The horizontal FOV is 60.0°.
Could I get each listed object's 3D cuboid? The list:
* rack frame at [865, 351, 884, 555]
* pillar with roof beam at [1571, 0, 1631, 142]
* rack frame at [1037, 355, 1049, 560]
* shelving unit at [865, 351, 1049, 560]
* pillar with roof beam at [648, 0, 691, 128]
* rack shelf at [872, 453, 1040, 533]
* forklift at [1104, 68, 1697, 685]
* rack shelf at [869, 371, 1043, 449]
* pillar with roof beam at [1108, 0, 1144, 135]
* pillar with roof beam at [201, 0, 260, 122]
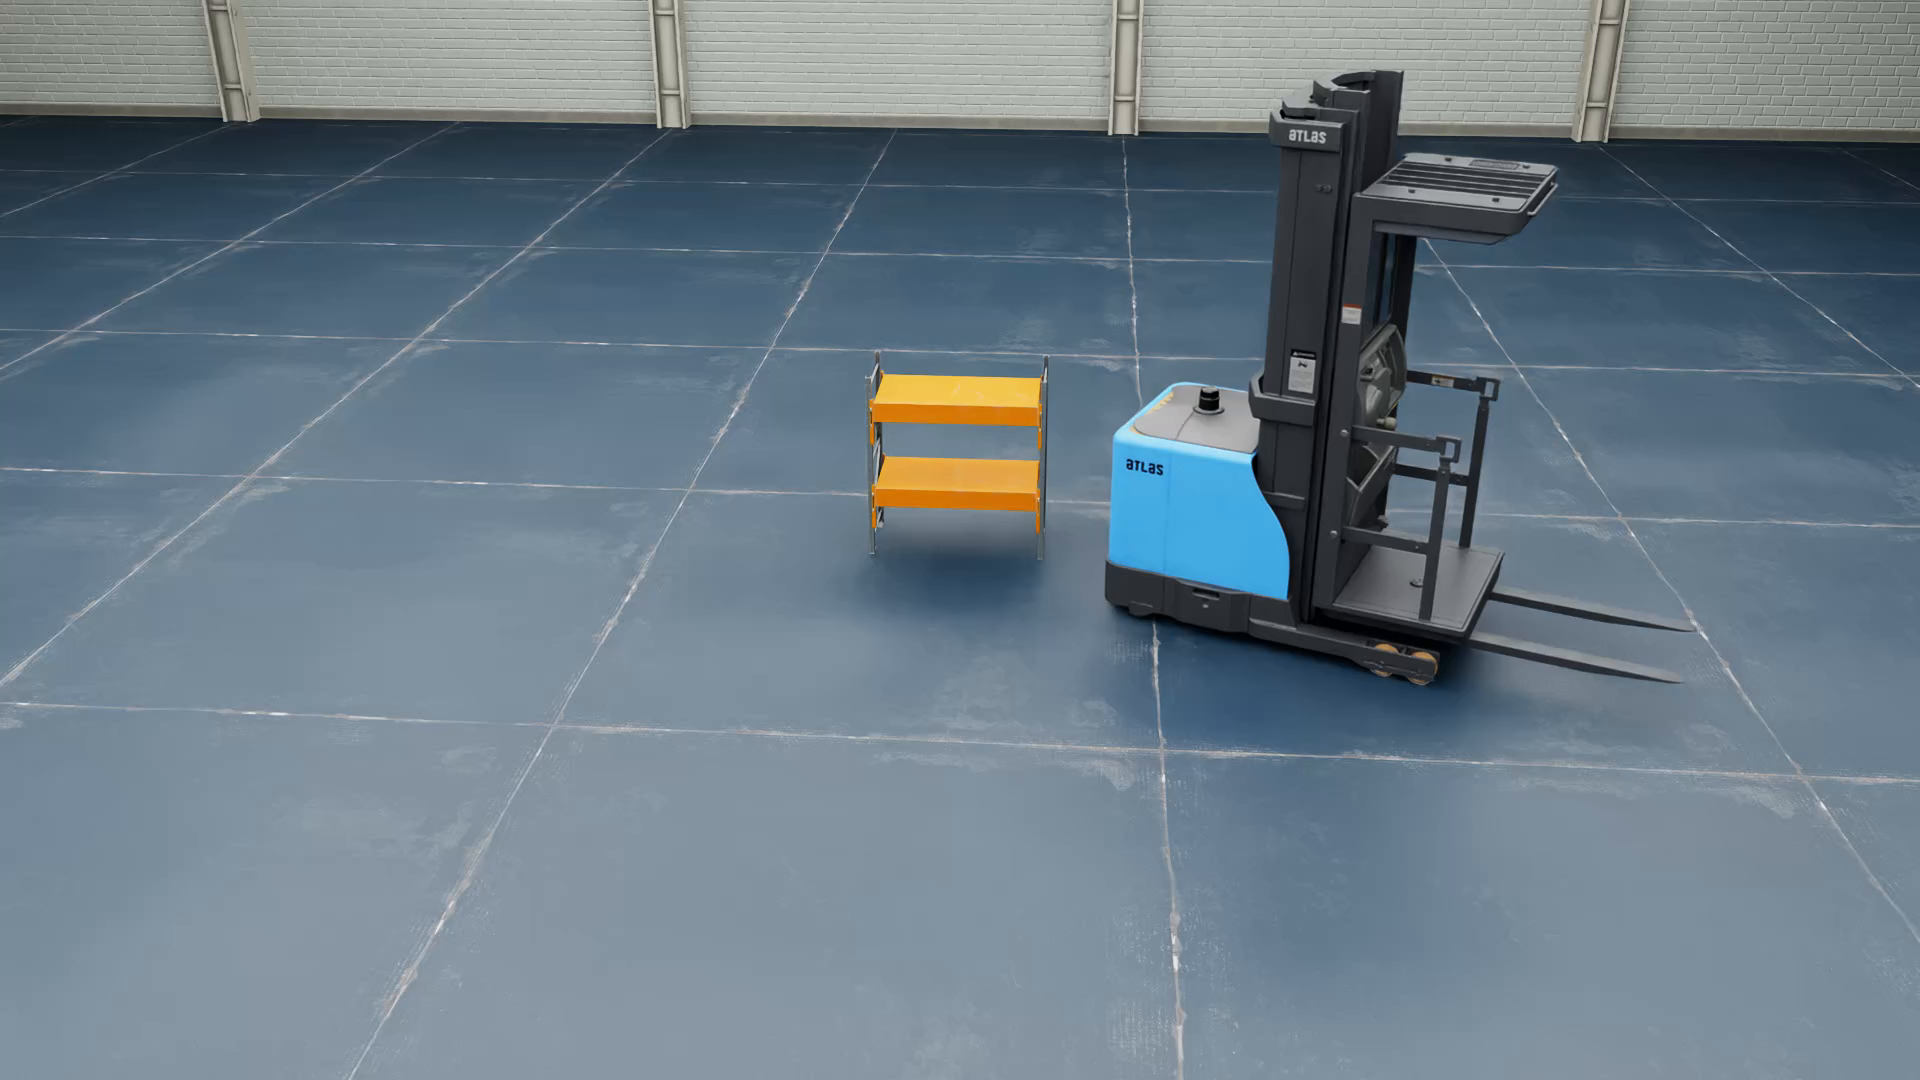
[{"bbox_3d":[-0.514,-0.527,10.051,0.032,1.125,0.500,2,25,4],"label":"rack frame"},{"bbox_3d":[7.801,-7.469,15.717,0.400,9.000,9.100,2,25,4],"label":"pillar with roof beam"},{"bbox_3d":[0.500,-0.495,9.980,0.032,1.125,0.500,2,25,4],"label":"rack frame"},{"bbox_3d":[-0.007,-0.511,10.015,1.048,1.125,0.538,2,25,4],"label":"shelving unit"},{"bbox_3d":[-4.164,-7.853,16.551,0.400,9.000,9.100,2,25,4],"label":"pillar with roof beam"},{"bbox_3d":[-0.007,-0.289,10.118,1.000,0.278,0.538,2,25,4],"label":"rack shelf"},{"bbox_3d":[2.366,-0.835,8.559,3.031,2.935,1.130,12,27,24],"label":"forklift"},{"bbox_3d":[-0.007,-0.777,9.893,1.000,0.278,0.538,2,25,4],"label":"rack shelf"},{"bbox_3d":[1.819,-7.661,16.134,0.400,9.000,9.100,2,25,4],"label":"pillar with roof beam"},{"bbox_3d":[-10.146,-8.045,16.969,0.400,9.000,9.100,2,25,4],"label":"pillar with roof beam"}]
